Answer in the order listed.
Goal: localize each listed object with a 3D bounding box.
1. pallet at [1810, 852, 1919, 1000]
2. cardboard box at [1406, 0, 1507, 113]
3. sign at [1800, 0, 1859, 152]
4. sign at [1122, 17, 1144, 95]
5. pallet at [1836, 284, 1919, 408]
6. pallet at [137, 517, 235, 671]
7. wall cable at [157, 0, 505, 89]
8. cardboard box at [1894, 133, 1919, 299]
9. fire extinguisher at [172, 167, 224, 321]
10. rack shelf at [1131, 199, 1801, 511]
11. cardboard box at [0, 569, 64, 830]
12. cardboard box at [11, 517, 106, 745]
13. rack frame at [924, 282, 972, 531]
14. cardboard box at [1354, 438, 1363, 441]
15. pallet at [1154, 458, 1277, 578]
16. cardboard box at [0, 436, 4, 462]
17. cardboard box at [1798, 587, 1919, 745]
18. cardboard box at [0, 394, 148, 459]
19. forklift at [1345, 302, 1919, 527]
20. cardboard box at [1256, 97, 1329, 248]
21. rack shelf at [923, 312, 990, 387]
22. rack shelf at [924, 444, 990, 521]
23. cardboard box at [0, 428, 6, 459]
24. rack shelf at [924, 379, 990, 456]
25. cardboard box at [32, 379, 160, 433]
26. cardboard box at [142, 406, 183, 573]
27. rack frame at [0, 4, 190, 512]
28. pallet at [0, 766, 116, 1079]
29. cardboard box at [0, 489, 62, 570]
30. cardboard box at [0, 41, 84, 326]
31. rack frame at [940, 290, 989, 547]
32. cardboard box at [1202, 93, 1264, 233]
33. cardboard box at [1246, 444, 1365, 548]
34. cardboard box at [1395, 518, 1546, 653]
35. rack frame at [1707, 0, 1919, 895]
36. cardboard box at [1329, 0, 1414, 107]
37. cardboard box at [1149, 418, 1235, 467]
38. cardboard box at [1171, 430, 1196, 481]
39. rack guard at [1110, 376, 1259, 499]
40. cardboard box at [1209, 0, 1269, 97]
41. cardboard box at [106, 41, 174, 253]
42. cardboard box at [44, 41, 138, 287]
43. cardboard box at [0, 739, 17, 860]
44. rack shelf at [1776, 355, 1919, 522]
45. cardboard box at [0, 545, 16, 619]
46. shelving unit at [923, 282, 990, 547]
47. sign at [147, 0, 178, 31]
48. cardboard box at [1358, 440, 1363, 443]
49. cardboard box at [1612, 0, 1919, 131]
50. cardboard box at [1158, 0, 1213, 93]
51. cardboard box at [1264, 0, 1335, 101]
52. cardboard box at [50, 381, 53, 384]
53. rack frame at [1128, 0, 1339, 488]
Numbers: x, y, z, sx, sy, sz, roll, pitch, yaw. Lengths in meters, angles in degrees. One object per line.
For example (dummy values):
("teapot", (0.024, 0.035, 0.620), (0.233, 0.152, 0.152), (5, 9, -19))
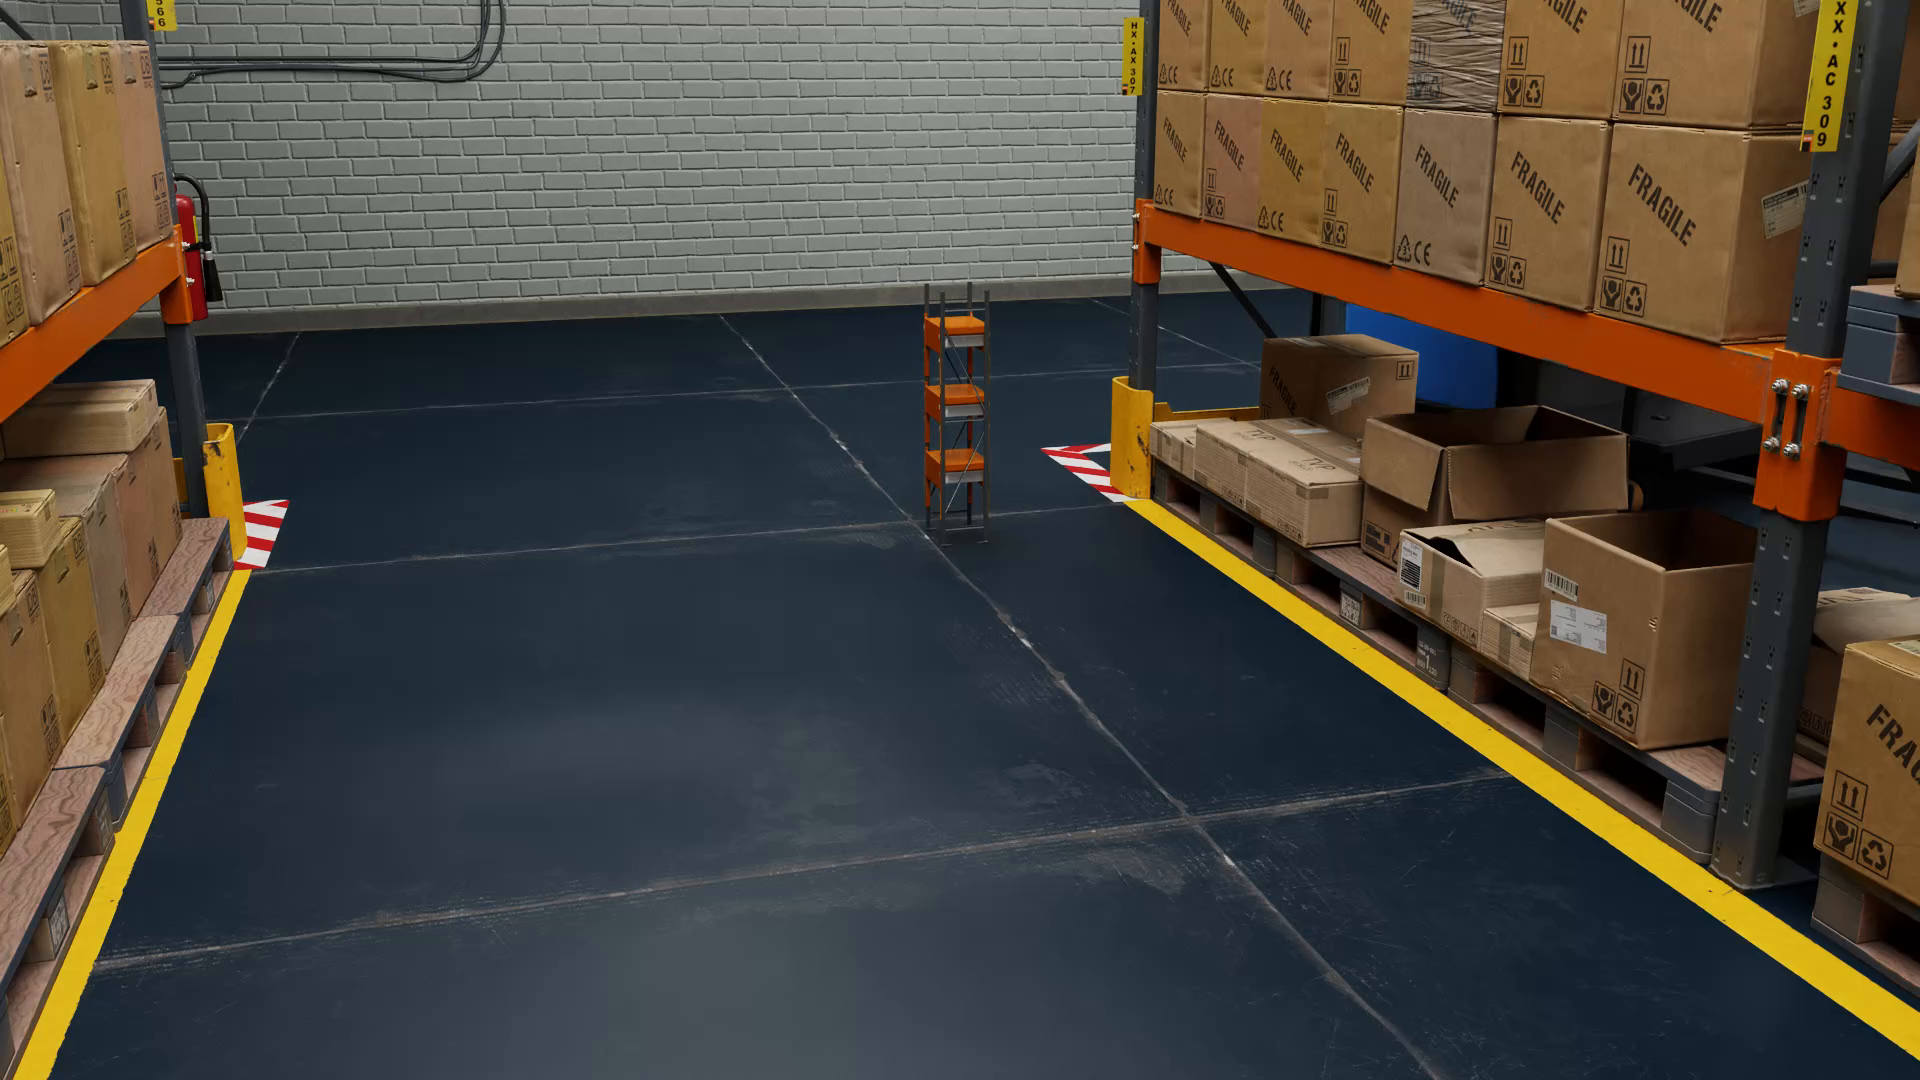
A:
("pallet", (2.637, 0.932, 3.484), (1.003, 0.211, 1.213), (-5, 17, -15))
("cardboard box", (1.707, -1.553, 4.996), (0.500, 0.500, 0.500), (-5, 17, -15))
("sign", (1.857, -0.995, 3.547), (0.100, 0.325, 0.005), (-5, 17, -15))
("sign", (0.756, -2.104, 7.238), (0.100, 0.325, 0.005), (-5, 17, -15))
("pallet", (2.492, -0.304, 3.085), (1.003, 0.211, 1.213), (-5, 17, -15))
("pallet", (-3.189, 0.211, 5.883), (1.003, 0.211, 1.213), (-5, 17, -15))
("wall cable", (-4.695, -4.318, 11.084), (3.097, 2.526, 0.112), (-5, 17, -15))
("cardboard box", (2.292, -0.726, 3.252), (0.700, 0.500, 0.500), (-12, 20, -34))
("fire extinguisher", (-3.082, -1.202, 6.523), (0.296, 0.674, 0.183), (-5, 17, -15))
("rack shelf", (1.827, -0.835, 5.767), (1.077, 0.370, 4.000), (-5, 17, -15))
("cardboard box", (-2.627, 0.409, 3.993), (0.700, 0.500, 0.500), (-5, 17, -16))
("cardboard box", (-2.766, 0.266, 4.466), (0.700, 0.500, 0.500), (-4, 17, -14))
("rack frame", (-0.048, -0.551, 6.963), (0.200, 1.050, 0.008), (-5, 17, -15))
("cardboard box", (1.689, -0.336, 7.017), (0.380, 0.166, 0.250), (-5, 17, -15))
("pallet", (1.519, -0.155, 7.102), (1.003, 0.211, 1.213), (-5, 17, -15))
("cardboard box", (-3.214, -0.278, 5.151), (0.380, 0.149, 0.250), (-5, 17, -15))
("cardboard box", (2.470, 0.318, 4.589), (0.500, 0.311, 0.500), (-5, 17, -15))
("cardboard box", (-2.914, -0.377, 5.480), (0.380, 0.149, 0.250), (-4, 17, -14))
("forklift", (3.182, -1.659, 7.379), (1.130, 2.935, 3.031), (-10, 20, -31))
("cardboard box", (1.428, -1.355, 6.076), (0.500, 0.500, 0.500), (-5, 17, -15))
("rack shelf", (-0.015, -0.779, 6.772), (0.215, 0.259, 0.240), (-5, 17, -15))
("rack shelf", (-0.015, -0.241, 6.933), (0.215, 0.259, 0.240), (-5, 17, -15))
("cardboard box", (-3.282, -0.347, 5.382), (0.380, 0.149, 0.250), (-5, 17, -15))
("rack shelf", (-0.015, -0.507, 6.853), (0.215, 0.259, 0.240), (-5, 17, -15))
("cardboard box", (-2.985, -0.447, 5.715), (0.380, 0.149, 0.250), (-5, 17, -16))
("cardboard box", (-3.196, -0.158, 5.879), (0.700, 0.500, 0.500), (-5, 17, -15))
("rack frame", (-3.481, -1.340, 6.199), (0.949, 2.616, 0.053), (-5, 17, -15))
("pallet", (-2.519, 0.886, 3.636), (1.003, 0.211, 1.213), (-5, 17, -15))
("cardboard box", (-2.554, -0.016, 4.280), (0.380, 0.149, 0.250), (-5, 17, -17))
("cardboard box", (-2.923, -0.931, 4.316), (0.980, 0.700, 0.700), (-6, 18, -18))
("rack frame", (0.019, -0.484, 6.738), (0.200, 1.050, 0.008), (-5, 17, -15))
("cardboard box", (1.293, -1.494, 6.539), (0.500, 0.500, 0.500), (-5, 17, -16))
("cardboard box", (1.429, -0.177, 6.341), (0.500, 0.250, 0.500), (-5, 17, -15))
("cardboard box", (1.742, 0.108, 5.286), (0.500, 0.311, 0.500), (-5, 17, -15))
("rack frame", (2.377, -0.626, 3.822), (1.000, 3.000, 0.127), (-5, 17, -15))
("cardboard box", (1.570, -1.692, 5.460), (0.500, 0.500, 0.500), (-5, 17, -16))
("cardboard box", (1.062, -0.435, 7.376), (0.380, 0.149, 0.250), (-5, 17, -15))
("cardboard box", (1.131, -0.374, 7.143), (0.380, 0.166, 0.250), (-5, 17, -15))
("rack guard", (1.299, -0.514, 7.795), (1.175, 0.500, 0.348), (-5, 17, -15))
("cardboard box", (1.297, -1.971, 6.389), (0.500, 0.500, 0.500), (-5, 17, -15))
("cardboard box", (-3.334, -1.343, 5.688), (0.980, 0.700, 0.700), (-4, 17, -13))
("cardboard box", (-3.124, -1.143, 5.021), (0.980, 0.700, 0.700), (-5, 17, -16))
("cardboard box", (-2.492, 0.548, 3.529), (0.700, 0.500, 0.500), (-4, 17, -15))
("rack shelf", (2.927, 0.272, 2.084), (1.077, 0.370, 4.000), (-5, 17, -15))
("cardboard box", (-2.411, 0.128, 3.799), (0.380, 0.149, 0.250), (-4, 17, -13))
("shelving unit", (-0.015, -0.518, 6.850), (0.215, 1.050, 0.252), (-5, 17, -15))
("sign", (-2.959, -2.047, 6.127), (0.100, 0.325, 0.005), (-5, 17, -15))
("cardboard box", (1.896, -0.230, 6.519), (0.500, 0.250, 0.500), (-5, 17, -15))
("cardboard box", (1.989, -1.272, 4.061), (0.500, 0.500, 0.500), (-5, 17, -15))
("cardboard box", (1.146, -2.115, 6.869), (0.500, 0.500, 0.500), (-4, 17, -14))
("cardboard box", (1.430, -1.833, 5.927), (0.500, 0.500, 0.500), (-4, 17, -14))
("cardboard box", (-3.422, -0.487, 5.848), (0.380, 0.149, 0.250), (-5, 17, -15))
("rack frame", (1.278, -1.732, 7.505), (1.000, 3.000, 0.127), (-5, 17, -15))
